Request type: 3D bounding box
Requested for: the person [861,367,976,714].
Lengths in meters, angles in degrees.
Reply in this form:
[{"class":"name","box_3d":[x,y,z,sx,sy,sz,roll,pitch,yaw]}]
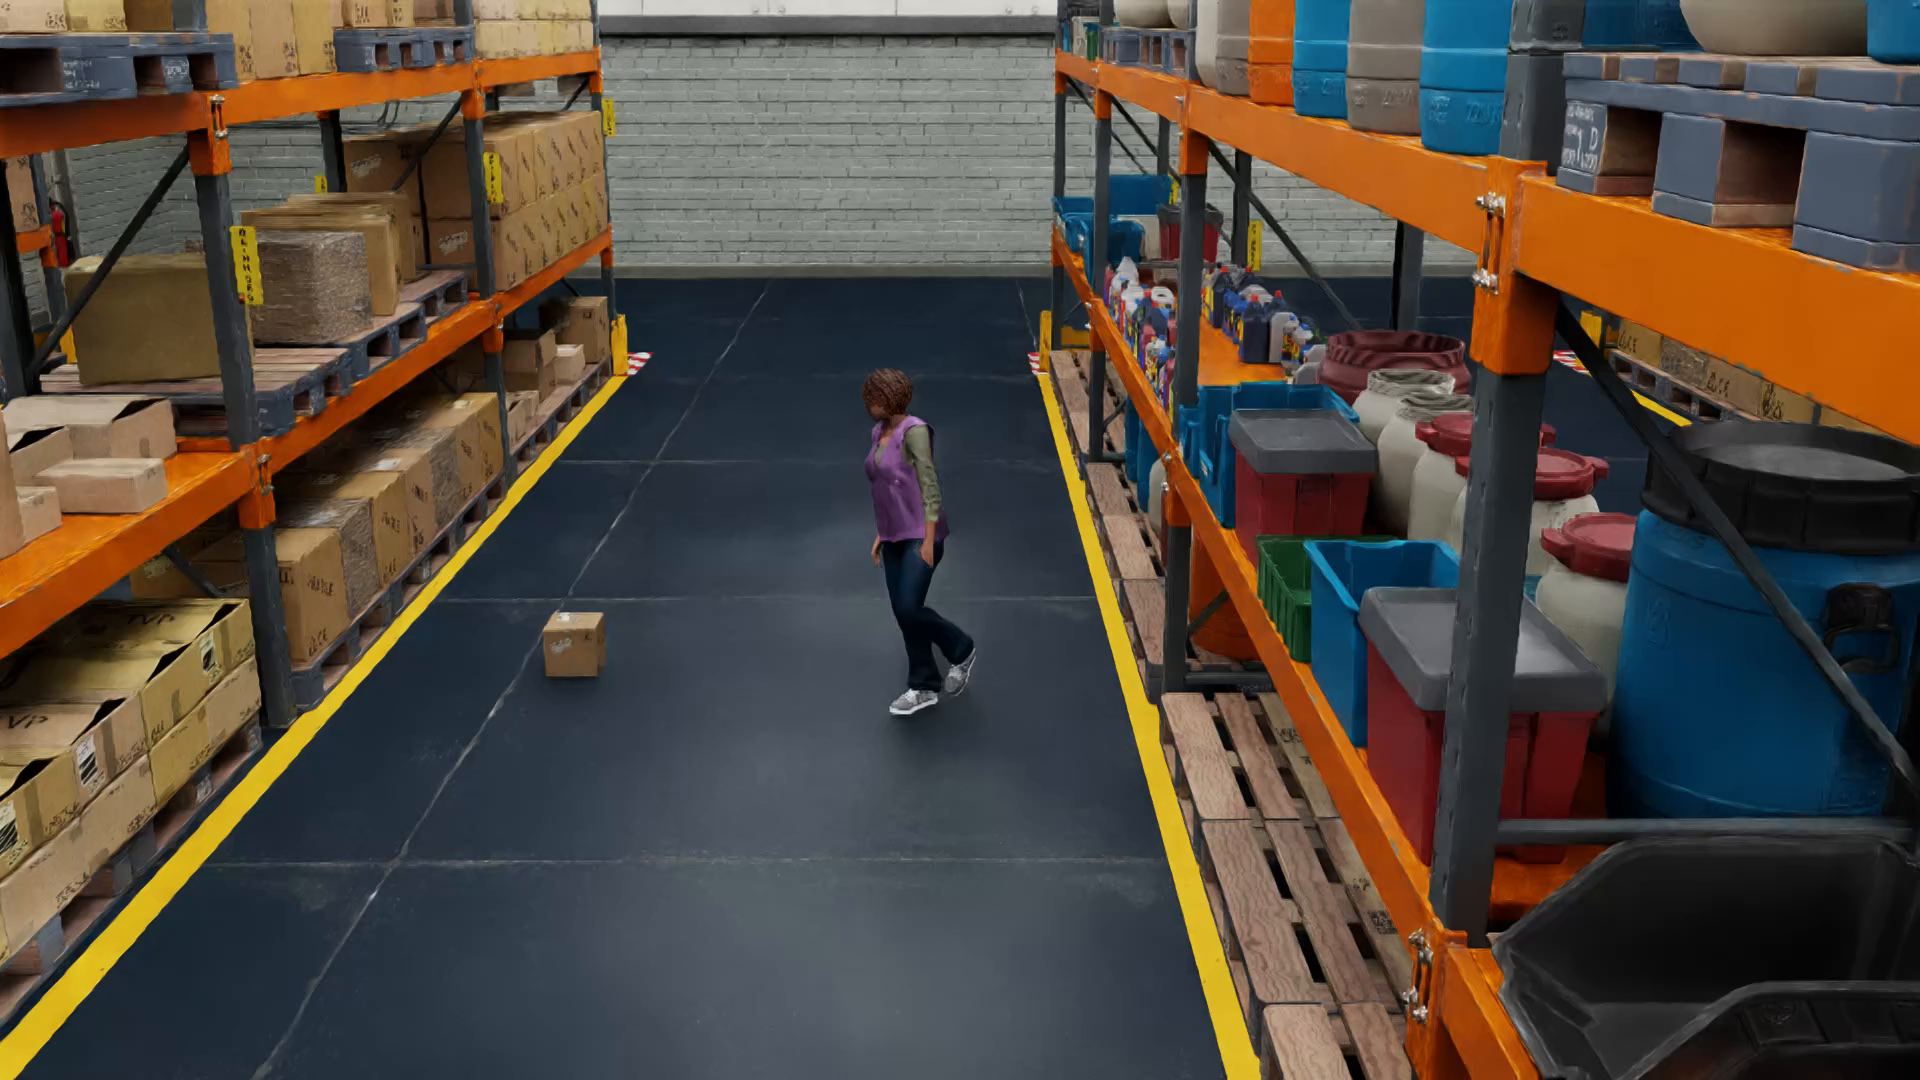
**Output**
[{"class":"person","box_3d":[-0.196,0.008,7.594,0.447,1.556,0.461,-13,21,-35]}]
